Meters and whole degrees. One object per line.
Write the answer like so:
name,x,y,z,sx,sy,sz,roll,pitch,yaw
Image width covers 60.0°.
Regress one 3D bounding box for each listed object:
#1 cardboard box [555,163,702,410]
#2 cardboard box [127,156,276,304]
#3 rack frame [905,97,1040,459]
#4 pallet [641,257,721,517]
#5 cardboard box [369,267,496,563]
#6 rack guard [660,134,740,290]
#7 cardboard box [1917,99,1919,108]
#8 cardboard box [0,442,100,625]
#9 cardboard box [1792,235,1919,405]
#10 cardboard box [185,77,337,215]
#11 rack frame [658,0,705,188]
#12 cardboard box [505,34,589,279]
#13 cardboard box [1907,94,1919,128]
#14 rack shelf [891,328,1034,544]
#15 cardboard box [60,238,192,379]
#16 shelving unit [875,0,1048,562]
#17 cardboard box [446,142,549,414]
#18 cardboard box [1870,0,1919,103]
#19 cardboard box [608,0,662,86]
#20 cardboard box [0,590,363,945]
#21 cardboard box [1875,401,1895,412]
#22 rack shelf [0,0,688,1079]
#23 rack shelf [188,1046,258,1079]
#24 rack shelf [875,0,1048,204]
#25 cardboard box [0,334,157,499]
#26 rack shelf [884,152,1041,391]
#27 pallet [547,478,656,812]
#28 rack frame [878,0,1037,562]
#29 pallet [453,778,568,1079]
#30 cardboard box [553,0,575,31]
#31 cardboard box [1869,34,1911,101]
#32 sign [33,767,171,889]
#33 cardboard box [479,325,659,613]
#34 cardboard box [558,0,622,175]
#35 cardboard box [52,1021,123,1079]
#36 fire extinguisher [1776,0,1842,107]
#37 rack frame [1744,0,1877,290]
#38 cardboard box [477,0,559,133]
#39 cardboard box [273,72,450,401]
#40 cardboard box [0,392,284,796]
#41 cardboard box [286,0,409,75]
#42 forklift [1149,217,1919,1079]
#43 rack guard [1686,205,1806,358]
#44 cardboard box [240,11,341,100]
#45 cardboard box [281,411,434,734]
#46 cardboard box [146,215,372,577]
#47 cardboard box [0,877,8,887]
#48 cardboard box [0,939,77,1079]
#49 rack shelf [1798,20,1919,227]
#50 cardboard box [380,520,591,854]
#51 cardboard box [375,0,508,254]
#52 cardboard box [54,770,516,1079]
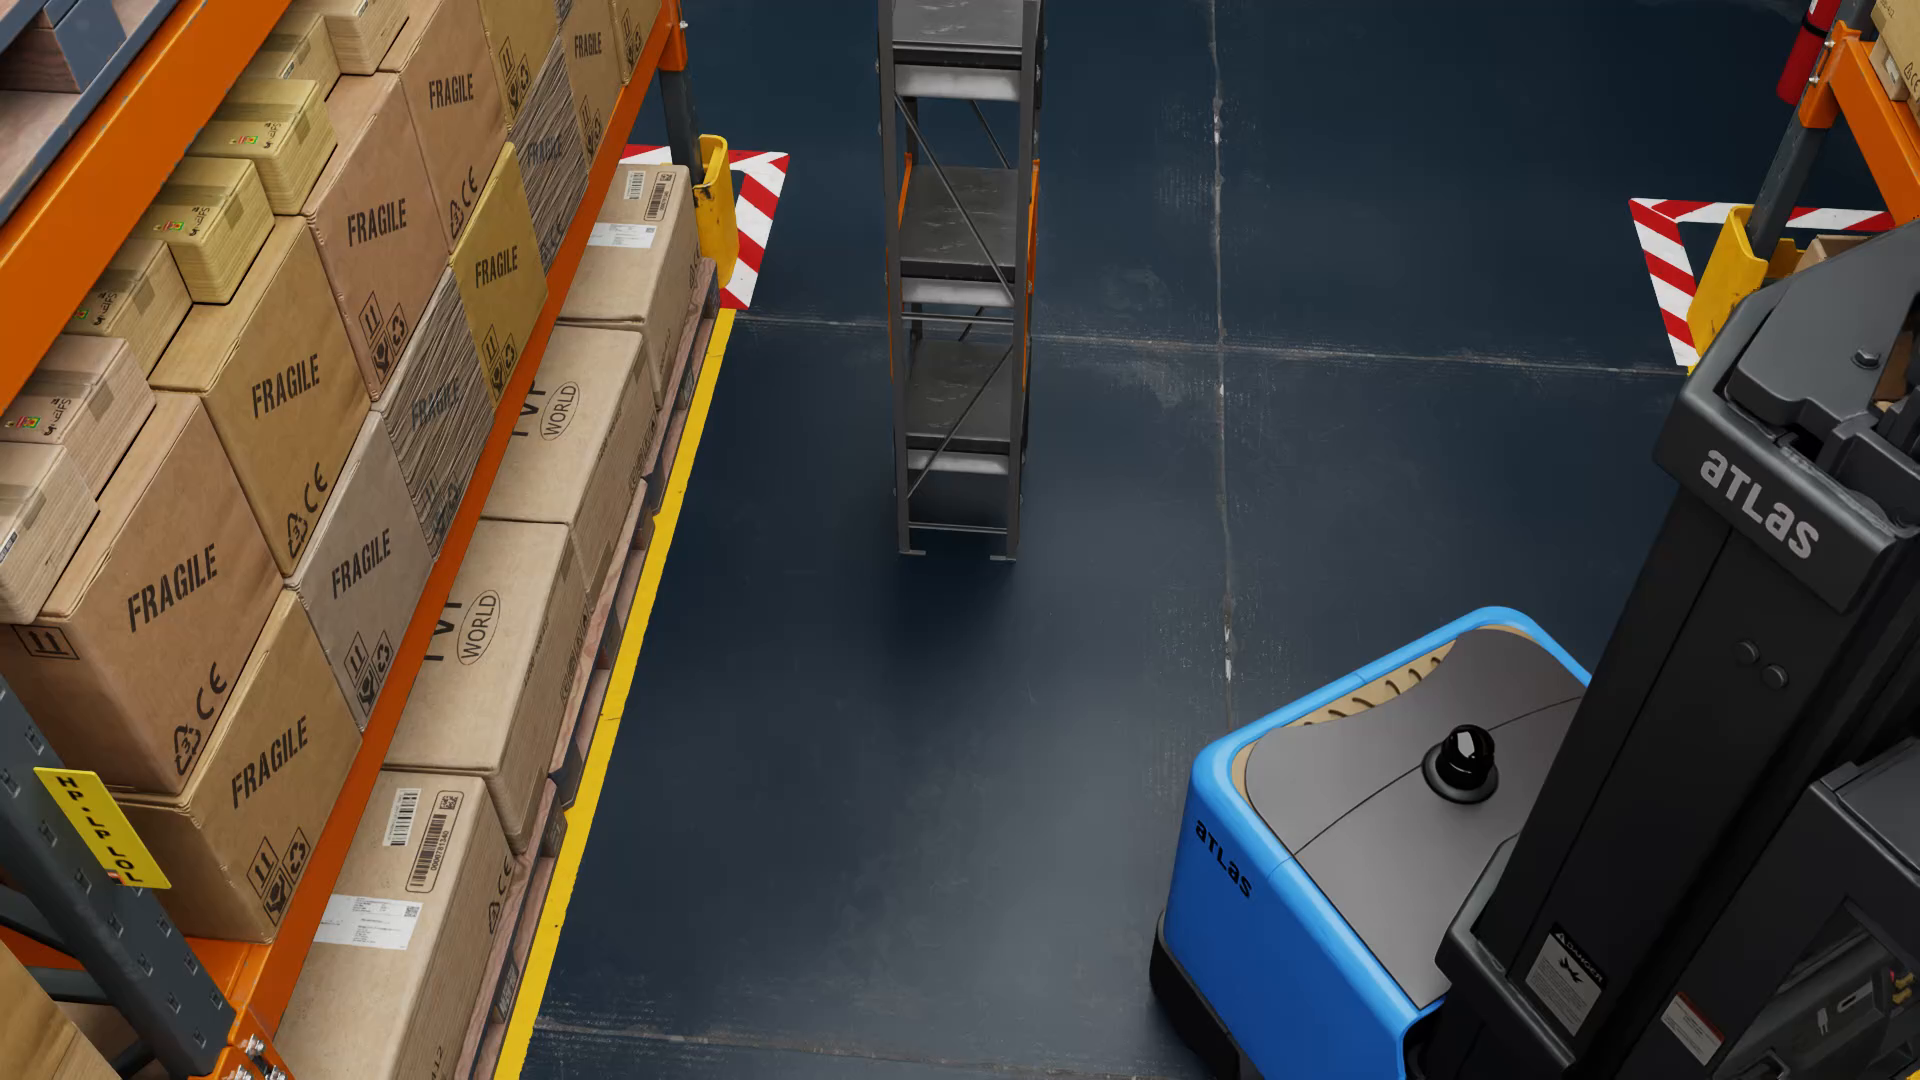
cardboard box,-1.463,-0.940,6.029,0.875,0.438,0.875,2,48,2
cardboard box,-1.508,-0.578,3.061,0.380,0.149,0.250,4,48,3
rack frame,0.037,-1.010,5.250,0.400,2.100,0.015,4,48,4
pallet,-1.498,-0.621,6.175,1.003,0.211,1.213,4,48,4
cardboard box,-1.462,-0.311,3.934,0.500,0.500,0.500,4,48,4
rack guard,-1.500,-1.329,6.626,1.175,0.500,0.348,4,48,4
cardboard box,3.085,-1.187,4.703,0.500,0.250,0.500,4,48,4
cardboard box,-1.580,-0.020,2.550,0.380,0.149,0.250,3,48,3
cardboard box,3.291,-0.680,5.746,0.797,0.503,0.637,2,48,2
cardboard box,-1.455,-0.772,3.238,0.380,0.149,0.250,3,48,2
rack frame,-1.503,-2.154,5.688,1.000,3.000,0.127,4,48,4
cardboard box,-1.381,-1.070,4.628,0.500,0.500,0.500,5,48,5
cardboard box,3.160,-1.326,5.100,0.380,0.149,0.250,5,48,4
rack shelf,0.015,-0.349,5.613,0.431,0.518,0.480,4,48,4
cardboard box,-1.591,-0.400,2.898,0.380,0.149,0.250,3,48,3
shelving unit,0.015,-0.830,5.086,0.431,2.100,0.503,4,48,4
cardboard box,-1.415,-0.689,4.280,0.500,0.500,0.500,5,48,5
cardboard box,3.131,-1.558,5.042,0.500,0.250,0.500,4,48,4
cardboard box,-1.283,-1.816,5.310,0.500,0.500,0.500,4,48,4
cardboard box,-1.564,0.424,3.262,0.500,0.500,0.500,5,48,5
cardboard box,3.174,-0.053,5.175,0.700,0.500,0.500,6,48,5
rack shelf,-1.685,-0.442,4.609,1.077,0.370,4.000,4,48,4
rack shelf,-2.049,2.497,1.921,1.077,0.370,4.000,4,48,4
rack shelf,0.015,-1.293,4.580,0.431,0.518,0.480,4,48,4
cardboard box,-1.573,-0.209,2.724,0.380,0.149,0.250,5,48,4
rack shelf,0.015,-0.821,5.097,0.431,0.518,0.480,4,48,4
pallet,-1.611,0.274,5.357,1.003,0.211,1.213,4,48,4
rack frame,-0.007,-0.651,4.922,0.400,2.100,0.015,4,48,4
pallet,-1.720,1.172,4.535,1.003,0.211,1.213,4,48,4
cardboard box,-1.328,-1.769,4.590,0.500,0.500,0.500,4,48,4
cardboard box,3.138,-1.516,5.274,0.380,0.149,0.250,4,48,3
sign,-1.326,0.450,2.575,0.100,0.325,0.005,4,48,4
cardboard box,-1.538,-0.267,5.413,0.875,0.438,0.875,5,48,5
cardboard box,-1.344,-1.448,4.974,0.500,0.500,0.500,3,48,3
cardboard box,-1.665,1.007,2.559,0.500,0.250,0.500,4,48,3
fire extinguisher,2.994,-1.811,5.678,0.296,0.674,0.183,4,48,4
rack frame,3.441,-1.823,5.385,1.000,3.000,0.127,4,48,4
cardboard box,-1.376,-1.406,4.258,0.500,0.500,0.500,4,48,3
cardboard box,-1.472,-0.666,3.581,0.500,0.500,0.500,5,48,4
cardboard box,-1.583,0.080,2.899,0.500,0.500,0.500,4,48,4
cardboard box,-1.422,-1.138,3.573,0.380,0.149,0.250,4,48,4
forklift,1.691,0.998,2.851,1.130,2.935,3.031,-23,52,-20
rack guard,3.434,-0.924,6.256,1.175,0.500,0.348,4,48,4
cardboard box,-1.513,-0.962,3.412,0.380,0.149,0.250,4,48,3
cardboard box,-1.514,0.054,3.600,0.500,0.500,0.500,4,48,4
cardboard box,-1.530,-0.291,3.238,0.500,0.500,0.500,3,48,3
cardboard box,-2.079,0.393,3.290,0.500,0.500,0.500,4,48,4
cardboard box,-1.658,0.759,2.278,0.500,0.500,0.500,5,48,5
rack shelf,3.258,-0.111,4.306,1.077,0.370,4.000,4,48,4
cardboard box,-1.622,0.396,4.807,0.875,0.438,0.875,3,48,2
cardboard box,-1.424,-1.037,3.920,0.500,0.500,0.500,4,48,3
cardboard box,-1.703,1.054,4.205,0.875,0.438,0.875,3,48,3
